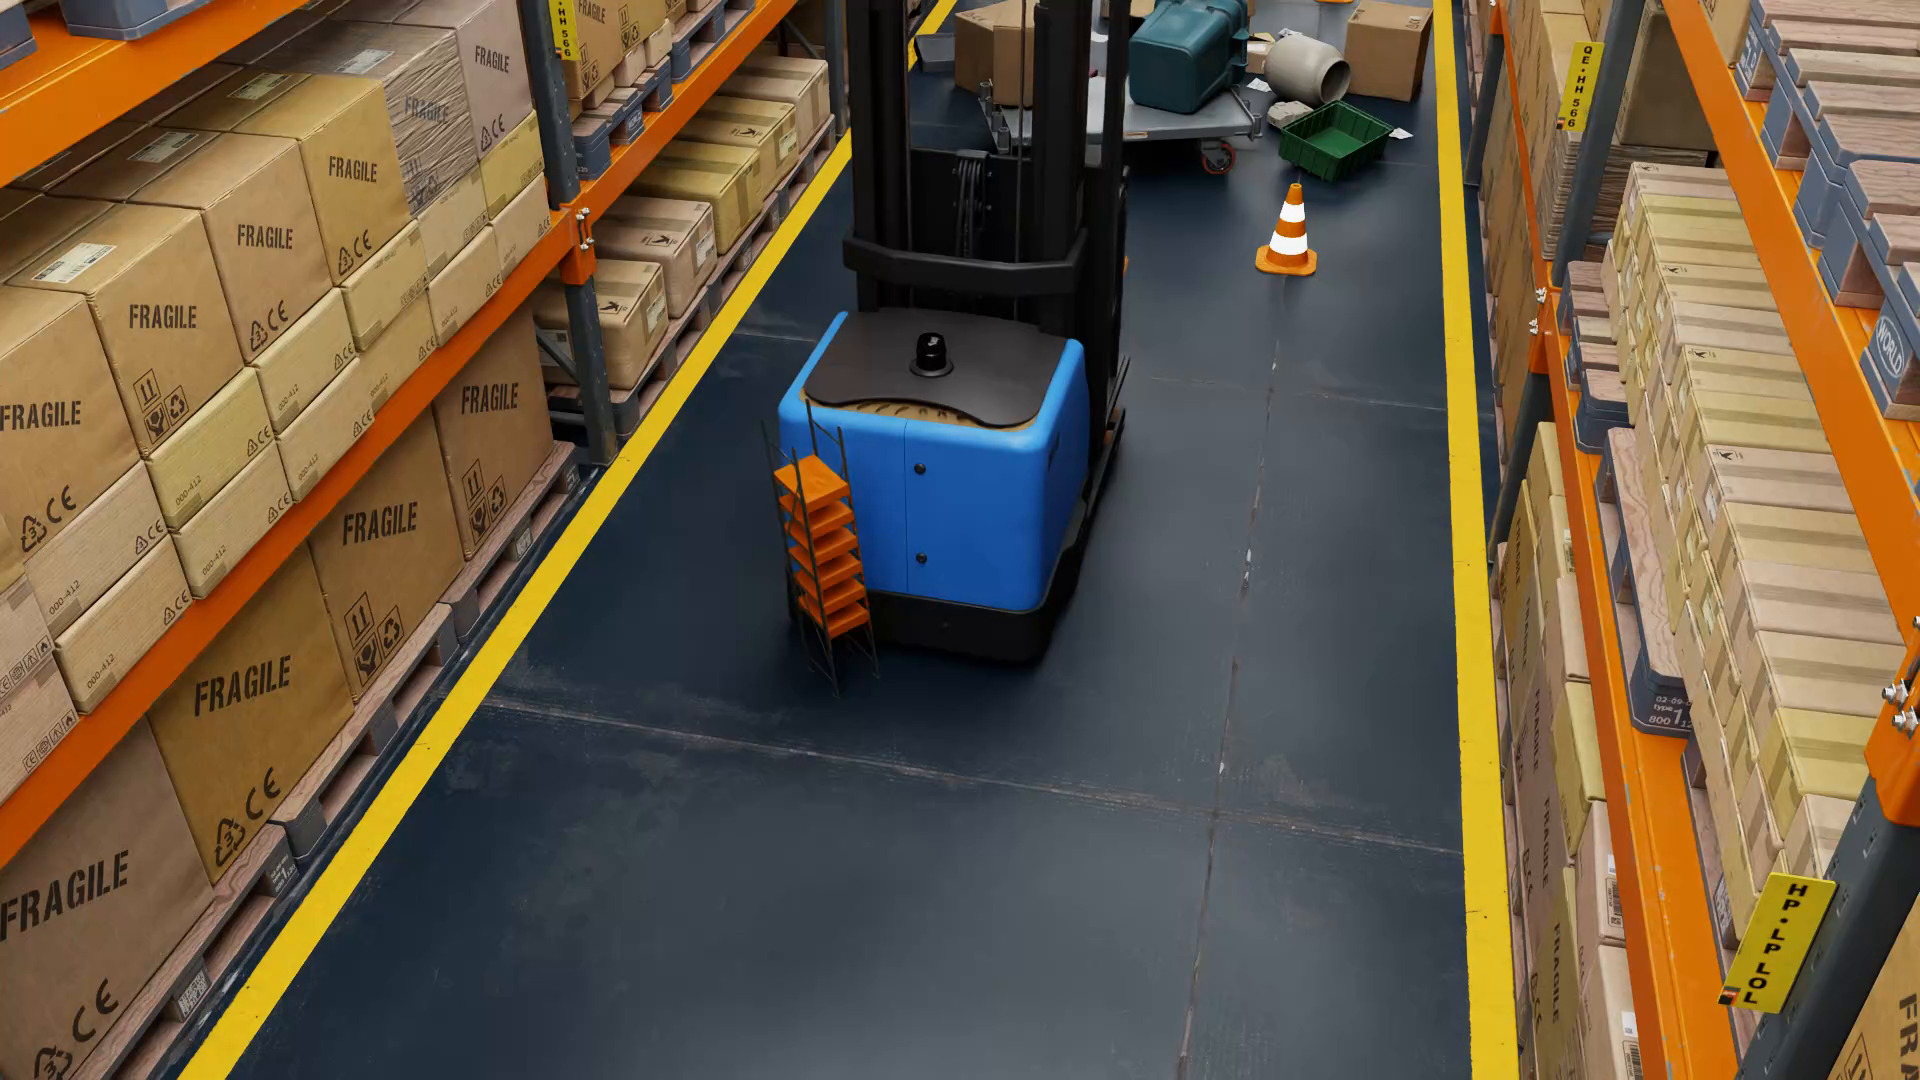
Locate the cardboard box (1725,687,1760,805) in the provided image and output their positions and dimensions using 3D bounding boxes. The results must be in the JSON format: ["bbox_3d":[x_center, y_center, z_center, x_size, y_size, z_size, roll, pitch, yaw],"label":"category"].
[{"bbox_3d":[1.905,0.478,3.638,0.380,0.149,0.250,9,37,12],"label":"cardboard box"}]

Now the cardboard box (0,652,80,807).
[{"bbox_3d":[-2.603,0.491,4.144,0.500,0.250,0.500,6,36,9],"label":"cardboard box"}]

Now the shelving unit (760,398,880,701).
[{"bbox_3d":[-0.504,0.059,6.134,0.189,1.200,0.258,-26,43,-23],"label":"shelving unit"}]

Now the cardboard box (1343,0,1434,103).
[{"bbox_3d":[2.940,-3.382,11.488,0.500,0.500,0.500,14,38,18],"label":"cardboard box"}]

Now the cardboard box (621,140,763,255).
[{"bbox_3d":[-1.653,-1.930,9.239,0.950,0.372,0.625,8,37,12],"label":"cardboard box"}]

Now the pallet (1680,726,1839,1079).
[{"bbox_3d":[2.207,0.870,3.657,1.003,0.211,1.213,7,37,10],"label":"pallet"}]

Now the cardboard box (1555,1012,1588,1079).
[{"bbox_3d":[1.814,1.599,4.261,0.500,0.500,0.500,7,36,9],"label":"cardboard box"}]

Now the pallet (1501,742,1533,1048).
[{"bbox_3d":[2.325,1.193,5.424,1.003,0.211,1.213,7,37,10],"label":"pallet"}]

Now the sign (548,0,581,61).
[{"bbox_3d":[-1.558,-2.045,6.528,0.100,0.325,0.005,7,37,10],"label":"sign"}]

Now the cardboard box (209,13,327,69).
[{"bbox_3d":[-2.542,-1.551,5.897,0.500,0.500,0.500,7,37,10],"label":"cardboard box"}]

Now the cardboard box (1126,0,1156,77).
[{"bbox_3d":[1.514,-3.412,11.414,0.797,0.637,0.503,7,37,10],"label":"cardboard box"}]

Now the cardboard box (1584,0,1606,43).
[{"bbox_3d":[3.076,-2.367,7.022,0.700,0.500,0.500,7,36,9],"label":"cardboard box"}]

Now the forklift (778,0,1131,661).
[{"bbox_3d":[0.163,-1.579,6.931,1.130,2.935,3.031,8,37,11],"label":"forklift"}]

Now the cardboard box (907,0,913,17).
[{"bbox_3d":[-0.643,-3.910,12.073,0.500,0.250,0.500,7,36,9],"label":"cardboard box"}]

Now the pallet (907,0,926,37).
[{"bbox_3d":[-0.879,-3.899,12.449,1.003,0.211,1.213,7,37,10],"label":"pallet"}]

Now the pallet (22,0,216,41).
[{"bbox_3d":[-2.423,-1.764,4.733,1.003,0.211,1.213,9,37,12],"label":"pallet"}]

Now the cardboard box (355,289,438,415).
[{"bbox_3d":[-2.172,-0.679,5.758,0.500,0.250,0.500,7,37,9],"label":"cardboard box"}]

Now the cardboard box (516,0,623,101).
[{"bbox_3d":[-1.779,-2.203,7.037,0.500,0.500,0.500,6,36,9],"label":"cardboard box"}]

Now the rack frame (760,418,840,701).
[{"bbox_3d":[-0.579,0.097,6.098,0.006,1.200,0.240,-26,43,-23],"label":"rack frame"}]

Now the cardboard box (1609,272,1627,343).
[{"bbox_3d":[2.406,-0.764,5.605,0.380,0.149,0.250,9,37,12],"label":"cardboard box"}]

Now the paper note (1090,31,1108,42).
[{"bbox_3d":[1.023,-3.763,12.426,0.148,0.019,0.142,20,41,26],"label":"paper note"}]

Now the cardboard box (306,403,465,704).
[{"bbox_3d":[-2.524,-0.057,6.225,0.875,0.875,0.875,8,37,11],"label":"cardboard box"}]

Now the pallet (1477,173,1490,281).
[{"bbox_3d":[3.520,-1.793,9.544,1.003,0.211,1.213,7,37,10],"label":"pallet"}]

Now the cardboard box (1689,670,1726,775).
[{"bbox_3d":[1.957,0.456,3.921,0.380,0.149,0.250,6,36,8],"label":"cardboard box"}]

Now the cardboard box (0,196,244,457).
[{"bbox_3d":[-2.389,-0.594,4.576,0.500,0.500,0.500,6,36,9],"label":"cardboard box"}]

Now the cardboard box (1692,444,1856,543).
[{"bbox_3d":[2.076,-0.099,4.179,0.380,0.149,0.250,6,36,8],"label":"cardboard box"}]

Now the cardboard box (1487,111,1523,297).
[{"bbox_3d":[3.356,-1.713,8.617,1.050,0.750,0.750,7,37,10],"label":"cardboard box"}]

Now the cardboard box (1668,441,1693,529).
[{"bbox_3d":[2.130,-0.124,4.468,0.380,0.149,0.250,9,37,12],"label":"cardboard box"}]

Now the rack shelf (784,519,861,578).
[{"bbox_3d":[-0.510,0.001,6.087,0.180,0.103,0.258,-26,43,-23],"label":"rack shelf"}]

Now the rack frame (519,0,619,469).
[{"bbox_3d":[-2.101,-1.643,6.961,1.000,3.000,0.127,7,37,10],"label":"rack frame"}]

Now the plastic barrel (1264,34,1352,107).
[{"bbox_3d":[2.355,-3.174,11.268,0.421,0.421,0.512,-24,42,-30],"label":"plastic barrel"}]

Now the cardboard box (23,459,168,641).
[{"bbox_3d":[-2.502,-0.011,4.411,0.500,0.250,0.500,8,37,11],"label":"cardboard box"}]

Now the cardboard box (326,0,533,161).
[{"bbox_3d":[-1.956,-1.760,6.184,0.500,0.500,0.500,6,36,9],"label":"cardboard box"}]

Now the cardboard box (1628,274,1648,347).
[{"bbox_3d":[2.347,-0.709,5.274,0.380,0.149,0.250,6,36,9],"label":"cardboard box"}]

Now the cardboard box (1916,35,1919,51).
[{"bbox_3d":[2.360,-1.083,3.187,0.797,0.503,0.637,7,36,9],"label":"cardboard box"}]

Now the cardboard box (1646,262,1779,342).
[{"bbox_3d":[2.300,-0.703,5.013,0.380,0.149,0.250,6,36,8],"label":"cardboard box"}]

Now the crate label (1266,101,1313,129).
[{"bbox_3d":[2.188,-2.799,10.995,0.298,0.136,0.250,-17,39,-22],"label":"crate label"}]

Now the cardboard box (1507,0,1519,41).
[{"bbox_3d":[3.128,-2.857,8.551,0.500,0.500,0.500,8,37,10],"label":"cardboard box"}]

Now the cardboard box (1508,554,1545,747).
[{"bbox_3d":[2.252,0.423,5.882,0.500,0.500,0.500,8,37,11],"label":"cardboard box"}]

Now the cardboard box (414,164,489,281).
[{"bbox_3d":[-2.062,-1.181,6.025,0.500,0.250,0.500,6,36,9],"label":"cardboard box"}]

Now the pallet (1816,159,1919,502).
[{"bbox_3d":[2.138,-0.267,2.666,1.213,0.211,1.003,7,37,10],"label":"pallet"}]

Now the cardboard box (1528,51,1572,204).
[{"bbox_3d":[2.698,-1.699,6.953,0.500,0.500,0.500,7,37,10],"label":"cardboard box"}]

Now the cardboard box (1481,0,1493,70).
[{"bbox_3d":[4.002,-3.553,11.049,0.875,0.875,0.875,8,37,10],"label":"cardboard box"}]

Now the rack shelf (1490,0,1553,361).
[{"bbox_3d":[3.184,-1.936,7.978,1.077,0.370,4.000,7,37,10],"label":"rack shelf"}]

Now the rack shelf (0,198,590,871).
[{"bbox_3d":[-2.528,-0.206,5.591,1.077,0.370,4.000,7,37,10],"label":"rack shelf"}]

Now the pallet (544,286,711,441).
[{"bbox_3d":[-1.933,-0.962,8.398,1.003,0.211,1.213,7,37,10],"label":"pallet"}]

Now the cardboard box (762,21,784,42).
[{"bbox_3d":[-1.382,-3.670,11.104,0.500,0.500,0.500,7,36,9],"label":"cardboard box"}]

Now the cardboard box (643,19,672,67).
[{"bbox_3d":[-1.574,-2.339,7.777,0.380,0.149,0.250,8,37,10],"label":"cardboard box"}]

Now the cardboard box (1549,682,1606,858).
[{"bbox_3d":[2.036,0.694,4.869,0.500,0.250,0.500,6,36,8],"label":"cardboard box"}]

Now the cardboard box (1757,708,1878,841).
[{"bbox_3d":[1.854,0.494,3.361,0.380,0.149,0.250,6,36,9],"label":"cardboard box"}]

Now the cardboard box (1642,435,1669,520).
[{"bbox_3d":[2.182,-0.158,4.768,0.380,0.149,0.250,8,37,11],"label":"cardboard box"}]
